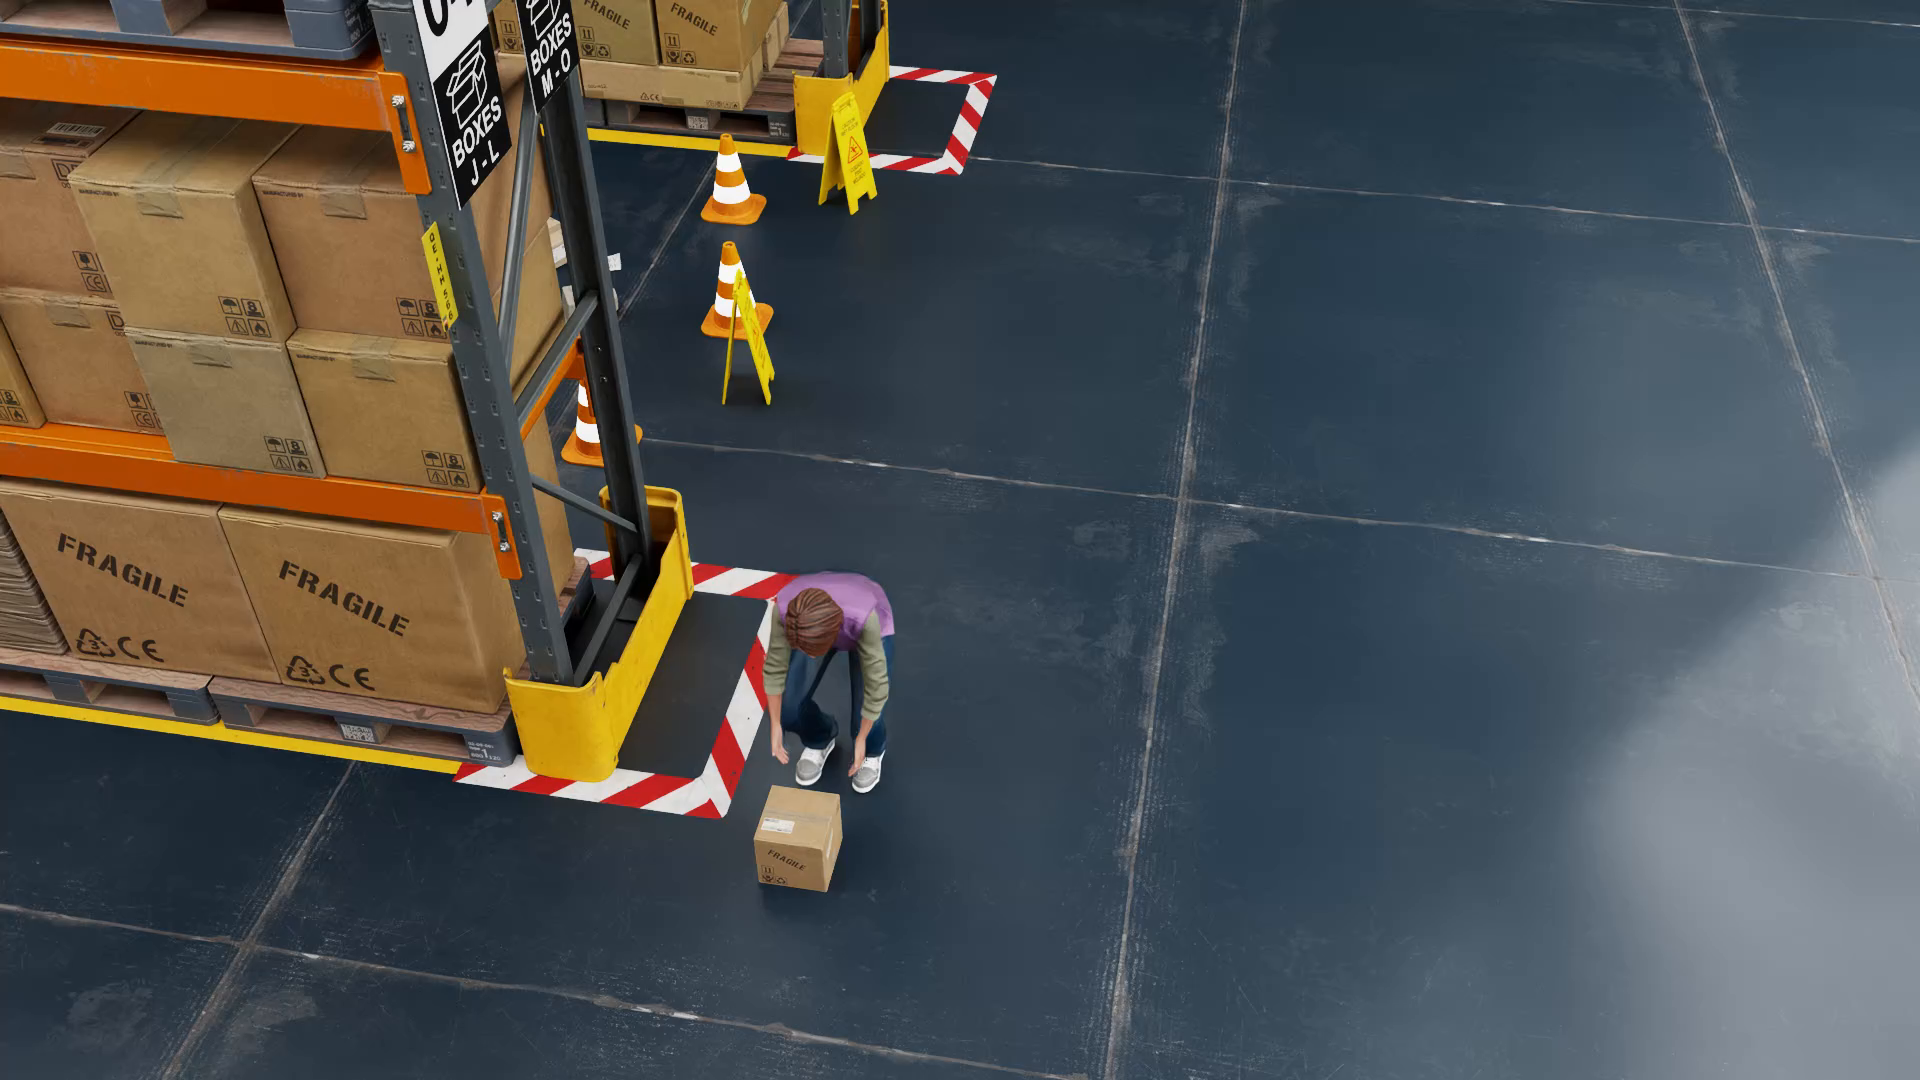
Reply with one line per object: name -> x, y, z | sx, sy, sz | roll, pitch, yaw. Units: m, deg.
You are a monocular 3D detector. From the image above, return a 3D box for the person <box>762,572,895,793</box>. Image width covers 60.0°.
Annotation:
person -> -0.431, 0.473, 5.971 | 0.461, 1.143, 0.725 | 10, 42, 12
